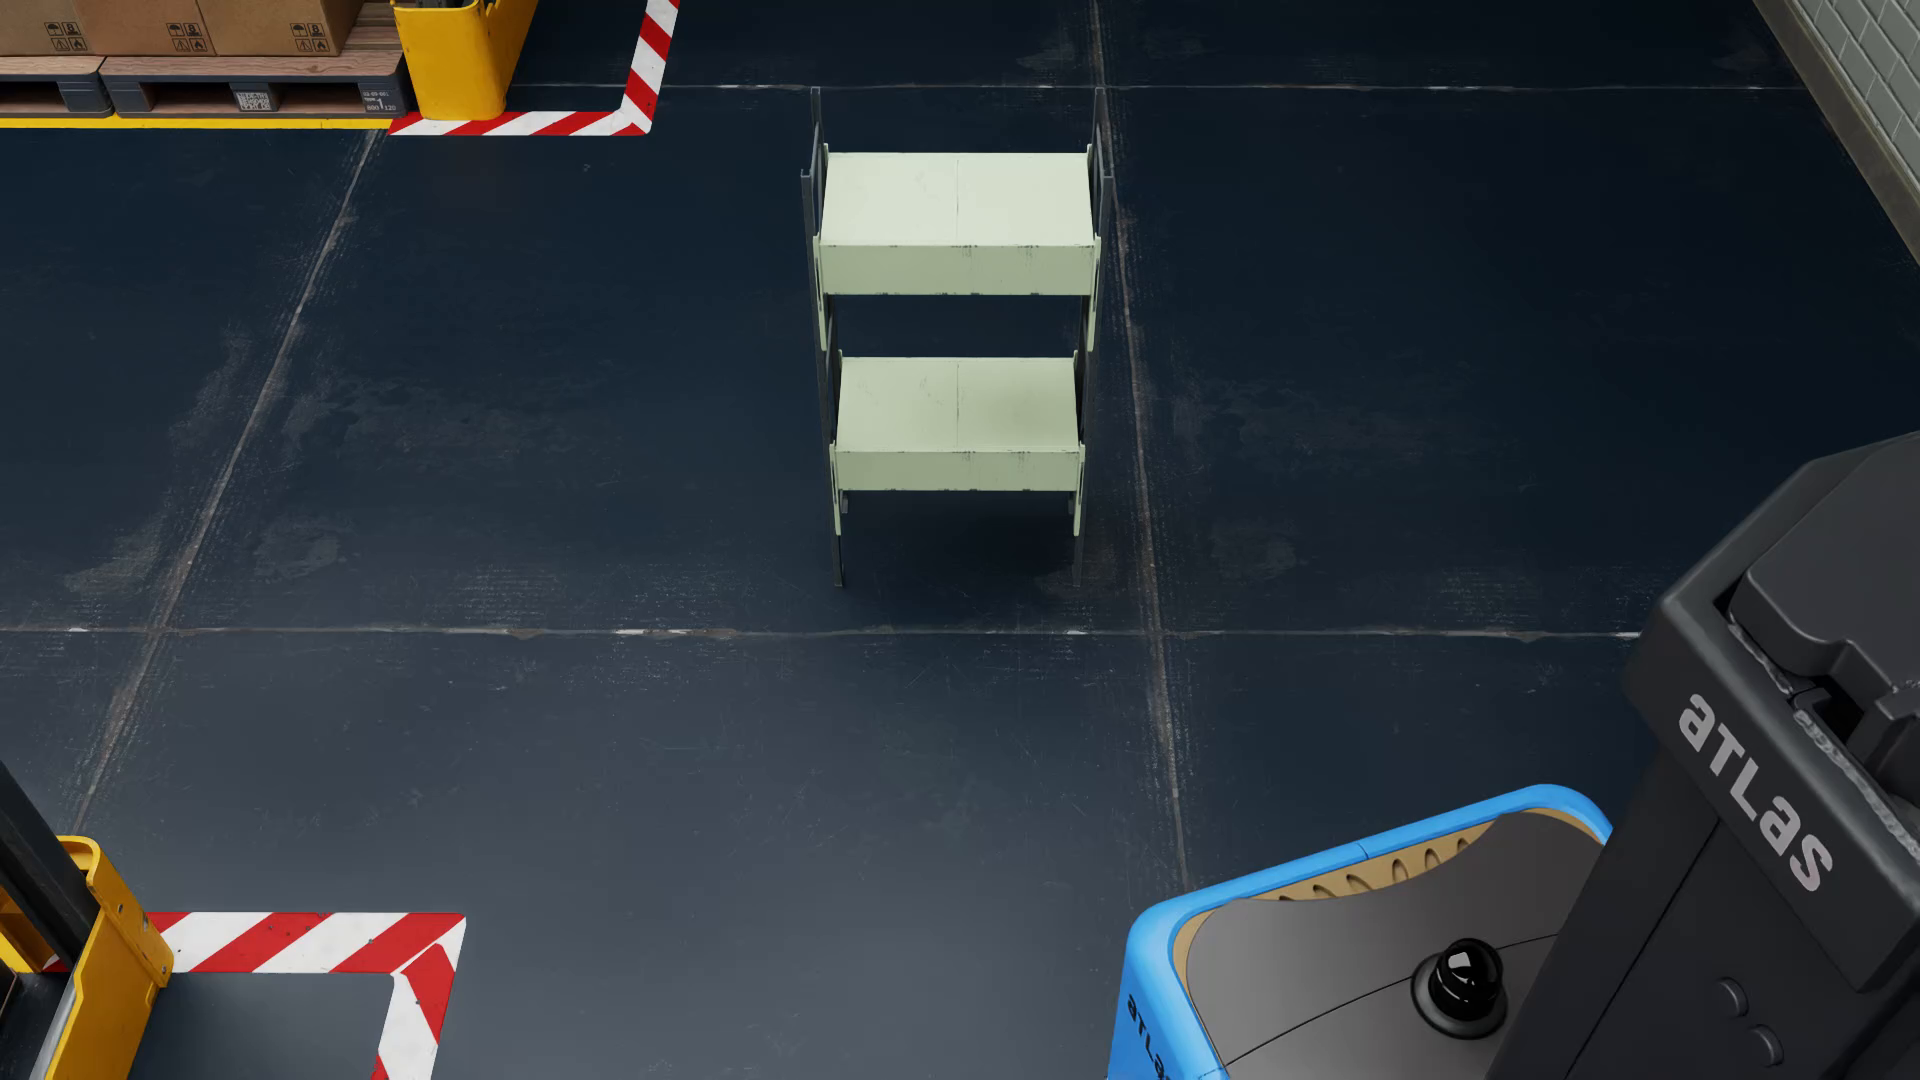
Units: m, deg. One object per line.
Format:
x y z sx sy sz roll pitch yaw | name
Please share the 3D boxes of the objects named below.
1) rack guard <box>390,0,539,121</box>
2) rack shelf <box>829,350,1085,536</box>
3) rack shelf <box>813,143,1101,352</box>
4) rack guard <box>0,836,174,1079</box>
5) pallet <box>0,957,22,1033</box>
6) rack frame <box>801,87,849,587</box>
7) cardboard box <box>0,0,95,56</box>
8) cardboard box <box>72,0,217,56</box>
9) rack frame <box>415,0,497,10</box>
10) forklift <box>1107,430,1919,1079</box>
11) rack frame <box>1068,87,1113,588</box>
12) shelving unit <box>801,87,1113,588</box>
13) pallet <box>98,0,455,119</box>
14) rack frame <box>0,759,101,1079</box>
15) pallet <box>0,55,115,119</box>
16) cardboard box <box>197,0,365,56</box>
-2.065 -2.329 7.076 0.348 0.500 1.175 0 47 0 | rack guard
-0.007 -0.289 4.940 0.720 0.370 0.431 0 47 0 | rack shelf
-0.007 -0.777 4.415 0.720 0.370 0.431 0 47 0 | rack shelf
-2.180 1.297 3.702 0.348 0.500 1.175 0 47 0 | rack guard
-2.977 1.394 3.809 1.213 0.211 1.003 0 47 0 | pallet
-0.373 -0.512 4.702 0.023 1.500 0.400 0 47 0 | rack frame
-3.793 -2.403 6.858 0.500 0.500 0.700 -1 47 -1 | cardboard box
-3.290 -2.402 6.858 0.500 0.500 0.700 0 47 0 | cardboard box
-2.089 -3.181 6.161 0.127 3.000 1.000 0 47 0 | rack frame
1.261 1.343 1.998 1.130 2.935 3.031 -14 49 -13 | forklift
0.359 -0.510 4.700 0.023 1.500 0.400 0 47 0 | rack frame
-0.007 -0.511 4.701 0.755 1.500 0.431 0 47 0 | shelving unit
-2.889 -2.176 7.131 1.213 0.211 1.003 0 47 0 | pallet
-2.104 0.445 2.786 0.127 3.000 1.000 0 47 0 | rack frame
-4.106 -2.181 7.136 1.213 0.211 1.003 0 47 0 | pallet
-2.789 -2.401 6.856 0.500 0.500 0.700 0 47 0 | cardboard box
